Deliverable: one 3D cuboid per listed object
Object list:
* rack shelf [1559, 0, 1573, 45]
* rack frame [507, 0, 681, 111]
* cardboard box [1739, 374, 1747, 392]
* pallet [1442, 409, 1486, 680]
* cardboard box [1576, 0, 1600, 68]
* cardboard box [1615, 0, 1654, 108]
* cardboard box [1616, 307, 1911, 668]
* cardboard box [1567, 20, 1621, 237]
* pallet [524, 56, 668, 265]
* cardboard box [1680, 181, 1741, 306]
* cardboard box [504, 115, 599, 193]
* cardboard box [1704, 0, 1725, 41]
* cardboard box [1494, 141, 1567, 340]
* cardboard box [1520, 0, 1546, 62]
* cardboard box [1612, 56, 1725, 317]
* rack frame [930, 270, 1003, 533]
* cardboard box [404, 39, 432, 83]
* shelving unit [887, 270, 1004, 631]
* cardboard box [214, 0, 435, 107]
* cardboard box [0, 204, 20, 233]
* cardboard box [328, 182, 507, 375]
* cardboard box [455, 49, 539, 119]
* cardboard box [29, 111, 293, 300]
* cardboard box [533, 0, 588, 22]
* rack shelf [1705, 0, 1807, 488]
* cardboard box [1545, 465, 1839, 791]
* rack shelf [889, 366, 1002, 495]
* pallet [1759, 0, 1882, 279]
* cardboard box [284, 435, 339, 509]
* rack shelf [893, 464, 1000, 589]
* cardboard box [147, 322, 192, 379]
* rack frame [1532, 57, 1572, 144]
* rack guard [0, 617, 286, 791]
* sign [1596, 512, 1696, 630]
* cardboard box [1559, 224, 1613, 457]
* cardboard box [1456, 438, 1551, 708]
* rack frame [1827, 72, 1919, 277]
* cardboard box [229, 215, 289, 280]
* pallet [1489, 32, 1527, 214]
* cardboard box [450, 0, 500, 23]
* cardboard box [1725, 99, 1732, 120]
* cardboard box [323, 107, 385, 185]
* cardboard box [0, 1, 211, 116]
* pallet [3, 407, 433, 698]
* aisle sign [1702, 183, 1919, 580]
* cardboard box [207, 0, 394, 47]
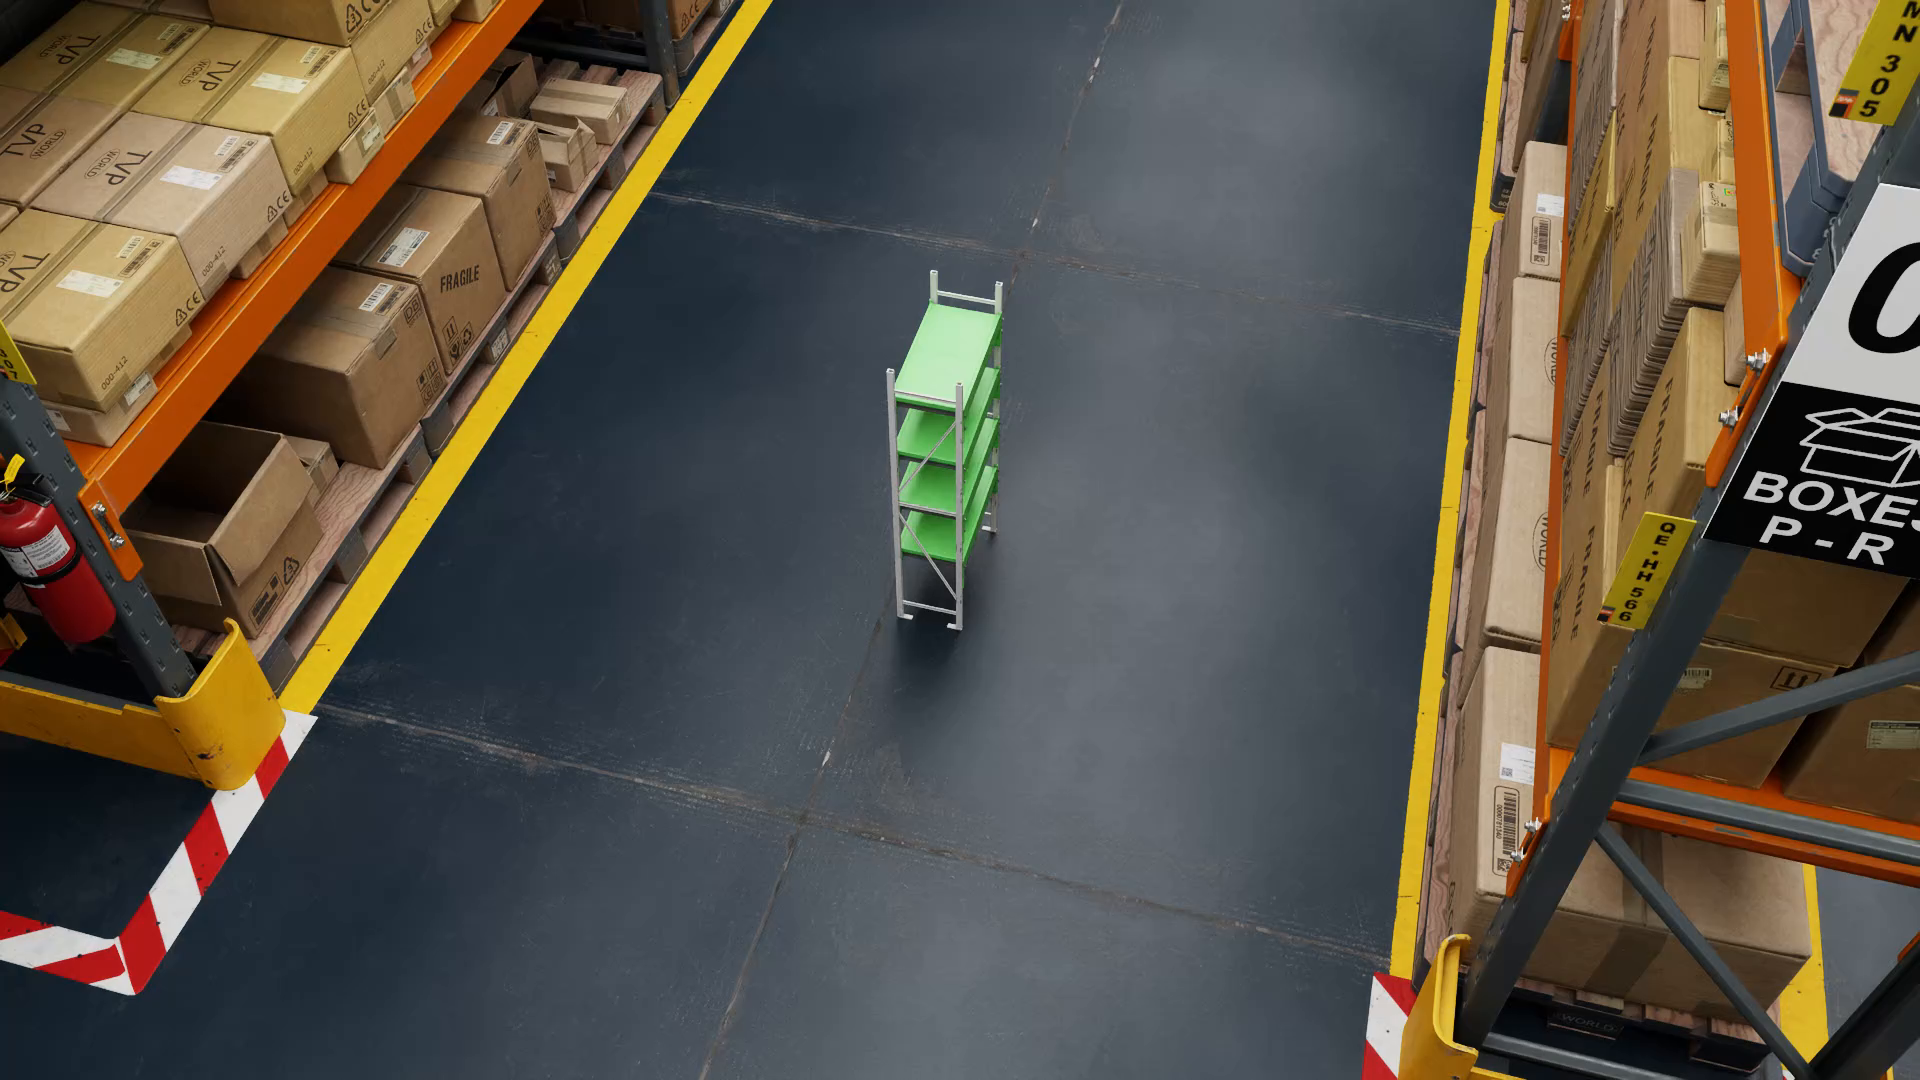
[{"bbox_3d":[3.445,-3.458,7.781,1.077,0.370,4.000,12,50,10],"label":"rack shelf"},{"bbox_3d":[-1.871,-3.227,7.097,1.000,3.000,0.127,12,50,10],"label":"rack frame"},{"bbox_3d":[1.767,-0.234,3.290,0.380,0.149,0.250,12,50,11],"label":"cardboard box"},{"bbox_3d":[2.324,0.093,6.027,1.003,0.211,1.213,12,50,10],"label":"pallet"},{"bbox_3d":[2.542,-1.995,5.944,0.500,0.500,0.500,13,50,11],"label":"cardboard box"},{"bbox_3d":[2.275,-1.585,4.914,0.500,0.500,0.500,12,50,11],"label":"cardboard box"},{"bbox_3d":[1.763,-0.116,3.618,0.500,0.500,0.500,13,50,11],"label":"cardboard box"},{"bbox_3d":[2.269,-1.273,5.307,0.500,0.500,0.500,12,50,10],"label":"cardboard box"},{"bbox_3d":[-2.053,-1.807,7.704,1.003,0.211,1.213,12,50,10],"label":"pallet"},{"bbox_3d":[1.797,-0.626,3.636,0.380,0.149,0.250,11,50,10],"label":"cardboard box"},{"bbox_3d":[-1.828,-1.742,7.330,0.396,0.266,0.258,13,50,11],"label":"cardboard box"},{"bbox_3d":[2.137,-1.354,4.278,0.380,0.149,0.250,13,50,11],"label":"cardboard box"},{"bbox_3d":[2.650,-1.108,6.656,0.875,0.438,0.875,11,49,9],"label":"cardboard box"},{"bbox_3d":[3.235,-2.805,7.862,0.875,0.875,0.875,13,50,11],"label":"cardboard box"},{"bbox_3d":[2.005,-0.857,4.272,0.500,0.500,0.500,11,50,10],"label":"cardboard box"},{"bbox_3d":[0.021,-0.454,5.850,0.240,1.200,0.015,12,50,10],"label":"rack frame"},{"bbox_3d":[-2.135,-1.750,5.962,0.380,0.149,0.250,11,50,10],"label":"cardboard box"},{"bbox_3d":[-0.044,-0.277,5.694,0.258,1.200,0.503,12,50,10],"label":"shelving unit"},{"bbox_3d":[-2.168,-1.763,5.707,0.500,0.250,0.500,10,49,9],"label":"cardboard box"},{"bbox_3d":[-3.059,-0.767,4.828,0.500,0.250,0.500,13,50,11],"label":"cardboard box"},{"bbox_3d":[-2.173,-1.042,6.556,0.500,0.500,0.500,12,50,11],"label":"cardboard box"},{"bbox_3d":[-2.273,-2.045,7.567,0.500,0.311,0.500,13,50,11],"label":"cardboard box"},{"bbox_3d":[-2.412,-1.022,5.053,0.500,0.250,0.500,12,50,10],"label":"cardboard box"},{"bbox_3d":[-2.027,-2.952,8.242,0.500,0.500,0.500,11,50,10],"label":"cardboard box"},{"bbox_3d":[2.392,-1.558,4.103,1.077,0.370,4.000,12,50,10],"label":"rack shelf"},{"bbox_3d":[1.737,0.209,3.998,0.500,0.500,0.500,12,50,10],"label":"cardboard box"},{"bbox_3d":[-0.044,-0.394,5.562,0.258,0.148,0.480,12,50,10],"label":"rack shelf"},{"bbox_3d":[2.051,-0.858,3.065,1.003,0.211,1.213,12,50,10],"label":"pallet"},{"bbox_3d":[-2.522,-0.252,6.093,0.380,0.149,0.250,10,49,9],"label":"cardboard box"},{"bbox_3d":[-0.044,-0.076,5.922,0.258,0.148,0.480,12,50,10],"label":"rack shelf"},{"bbox_3d":[-2.550,-0.627,4.970,0.380,0.149,0.250,13,50,11],"label":"cardboard box"},{"bbox_3d":[2.918,-2.250,6.235,1.000,3.000,0.127,12,50,10],"label":"rack frame"},{"bbox_3d":[-2.904,0.439,5.529,1.175,0.500,0.348,12,50,10],"label":"rack guard"},{"bbox_3d":[1.346,0.065,3.262,0.100,0.325,0.005,12,50,10],"label":"sign"},{"bbox_3d":[2.010,-0.525,4.646,0.500,0.500,0.500,13,50,11],"label":"cardboard box"},{"bbox_3d":[2.176,0.192,5.509,0.875,0.438,0.875,13,50,11],"label":"cardboard box"},{"bbox_3d":[1.866,-1.342,1.432,1.000,3.000,0.127,12,50,10],"label":"rack frame"},{"bbox_3d":[-2.389,-0.995,5.295,0.380,0.149,0.250,13,50,11],"label":"cardboard box"},{"bbox_3d":[3.049,-1.900,7.786,1.003,0.211,1.213,12,50,10],"label":"pallet"},{"bbox_3d":[-1.939,-2.103,6.273,0.380,0.149,0.250,11,49,9],"label":"cardboard box"},{"bbox_3d":[2.040,-0.975,3.944,0.380,0.149,0.250,11,50,10],"label":"cardboard box"},{"bbox_3d":[-2.186,-1.356,5.614,0.380,0.149,0.250,10,49,9],"label":"cardboard box"},{"bbox_3d":[-2.787,-1.497,5.472,0.500,0.250,0.500,13,50,11],"label":"cardboard box"},{"bbox_3d":[-2.695,-0.042,6.147,1.003,0.211,1.213,12,50,10],"label":"pallet"},{"bbox_3d":[1.548,-0.226,2.715,0.394,0.787,0.004,12,50,10],"label":"aisle sign"},{"bbox_3d":[-2.150,-1.990,5.407,0.500,0.500,0.500,13,50,11],"label":"cardboard box"}]
